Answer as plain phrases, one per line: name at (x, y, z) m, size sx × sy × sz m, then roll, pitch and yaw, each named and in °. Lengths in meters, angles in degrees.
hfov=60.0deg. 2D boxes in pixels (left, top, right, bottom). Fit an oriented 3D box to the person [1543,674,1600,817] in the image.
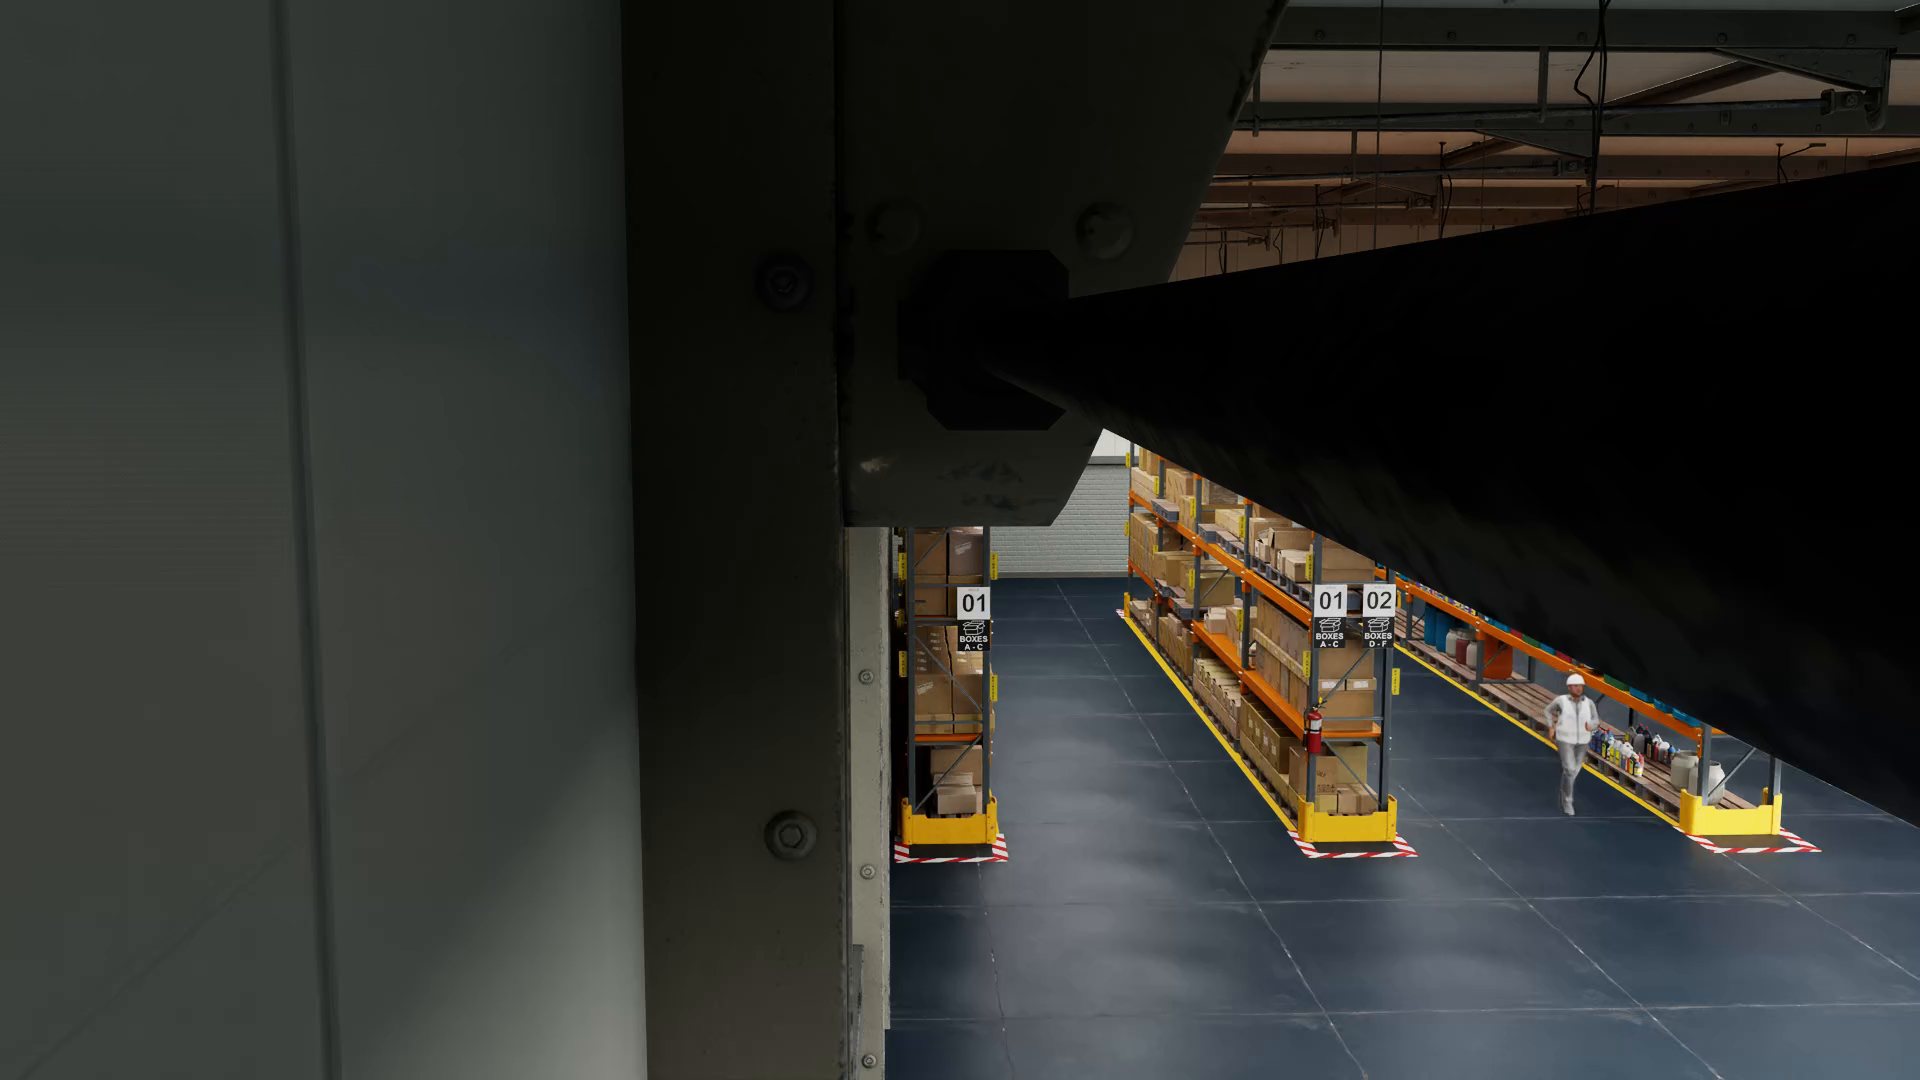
person at (8.043, 2.661, 21.853) m, size 0.633 × 1.828 × 0.791 m, roll 0°, pitch 7°, yaw -2°
